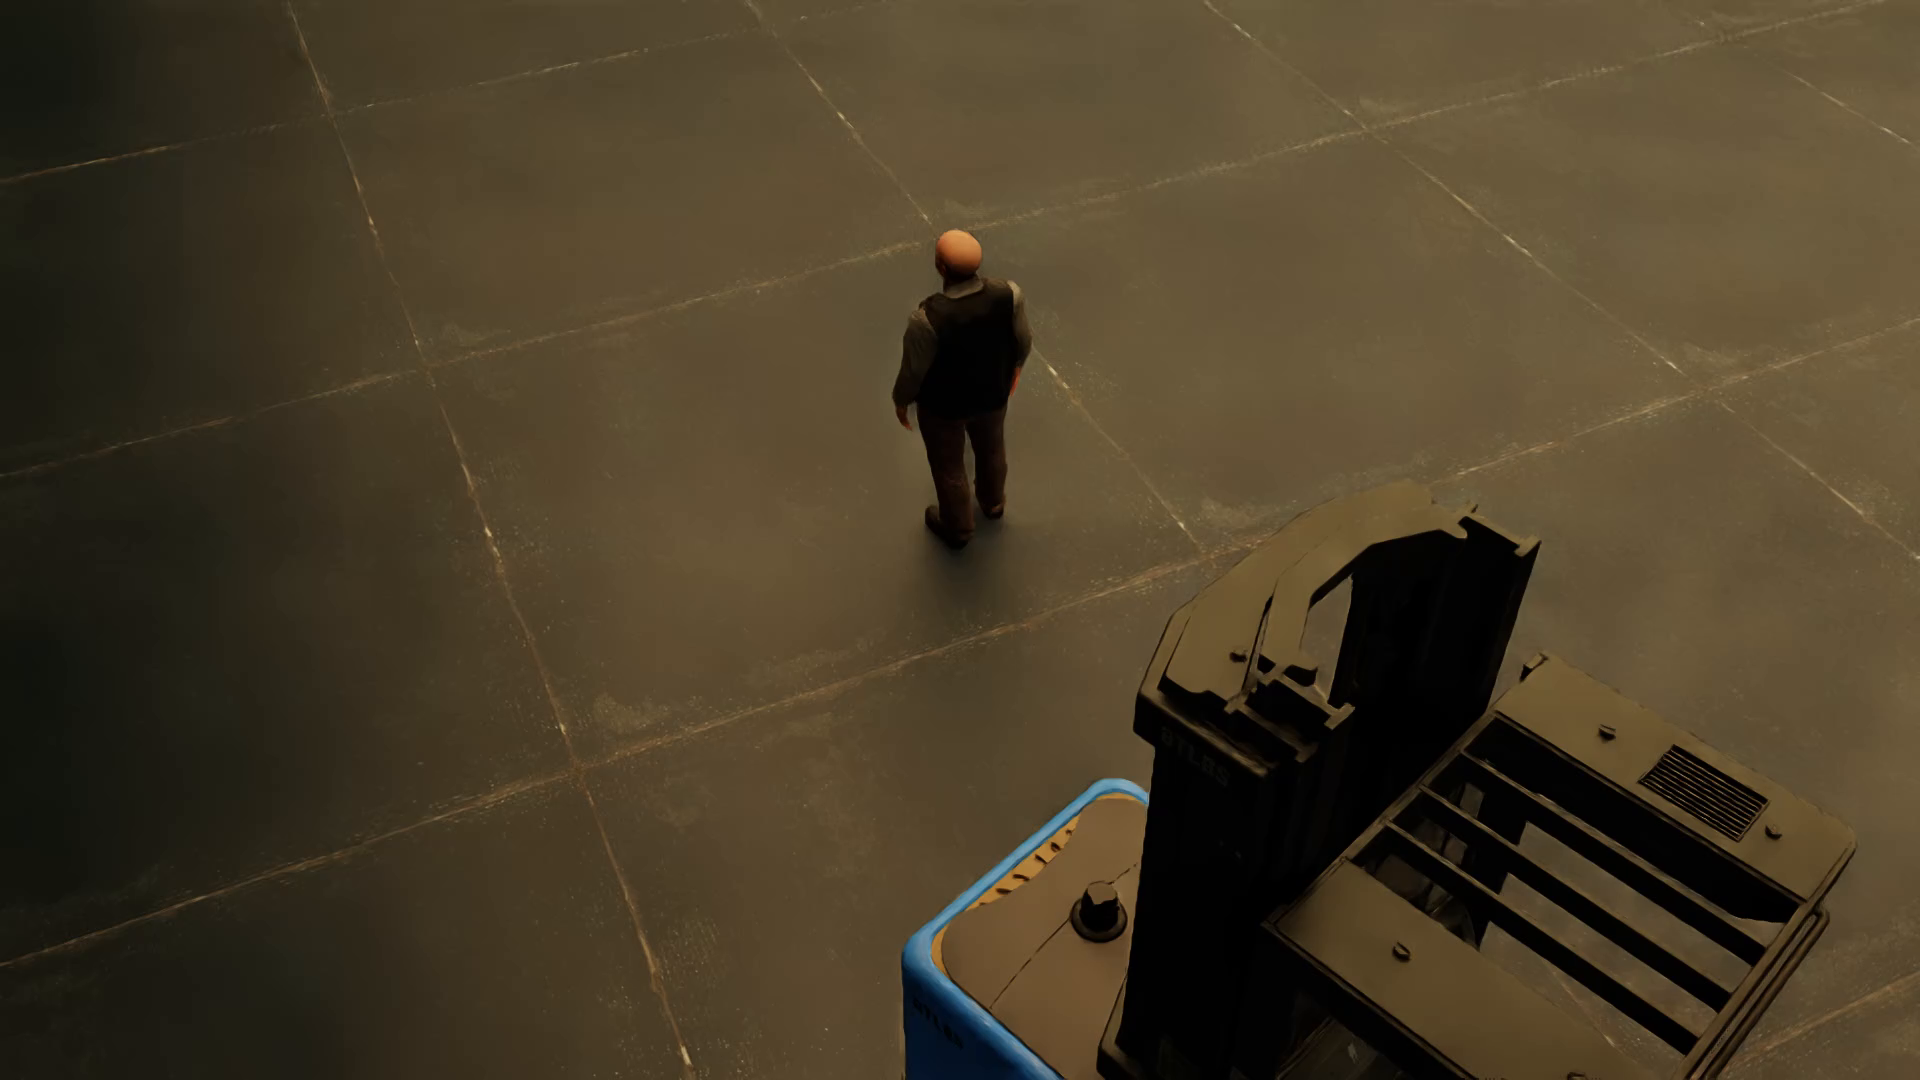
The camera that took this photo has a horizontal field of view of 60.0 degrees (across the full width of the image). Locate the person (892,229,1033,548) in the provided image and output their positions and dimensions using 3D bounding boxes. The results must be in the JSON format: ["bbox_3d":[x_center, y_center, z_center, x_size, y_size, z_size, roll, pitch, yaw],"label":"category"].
[{"bbox_3d":[-0.019,-0.675,7.280,0.632,1.720,0.567,-18,46,-18],"label":"person"}]

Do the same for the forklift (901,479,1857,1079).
[{"bbox_3d":[1.204,1.411,4.168,1.130,2.935,3.031,-34,53,-31],"label":"forklift"}]
